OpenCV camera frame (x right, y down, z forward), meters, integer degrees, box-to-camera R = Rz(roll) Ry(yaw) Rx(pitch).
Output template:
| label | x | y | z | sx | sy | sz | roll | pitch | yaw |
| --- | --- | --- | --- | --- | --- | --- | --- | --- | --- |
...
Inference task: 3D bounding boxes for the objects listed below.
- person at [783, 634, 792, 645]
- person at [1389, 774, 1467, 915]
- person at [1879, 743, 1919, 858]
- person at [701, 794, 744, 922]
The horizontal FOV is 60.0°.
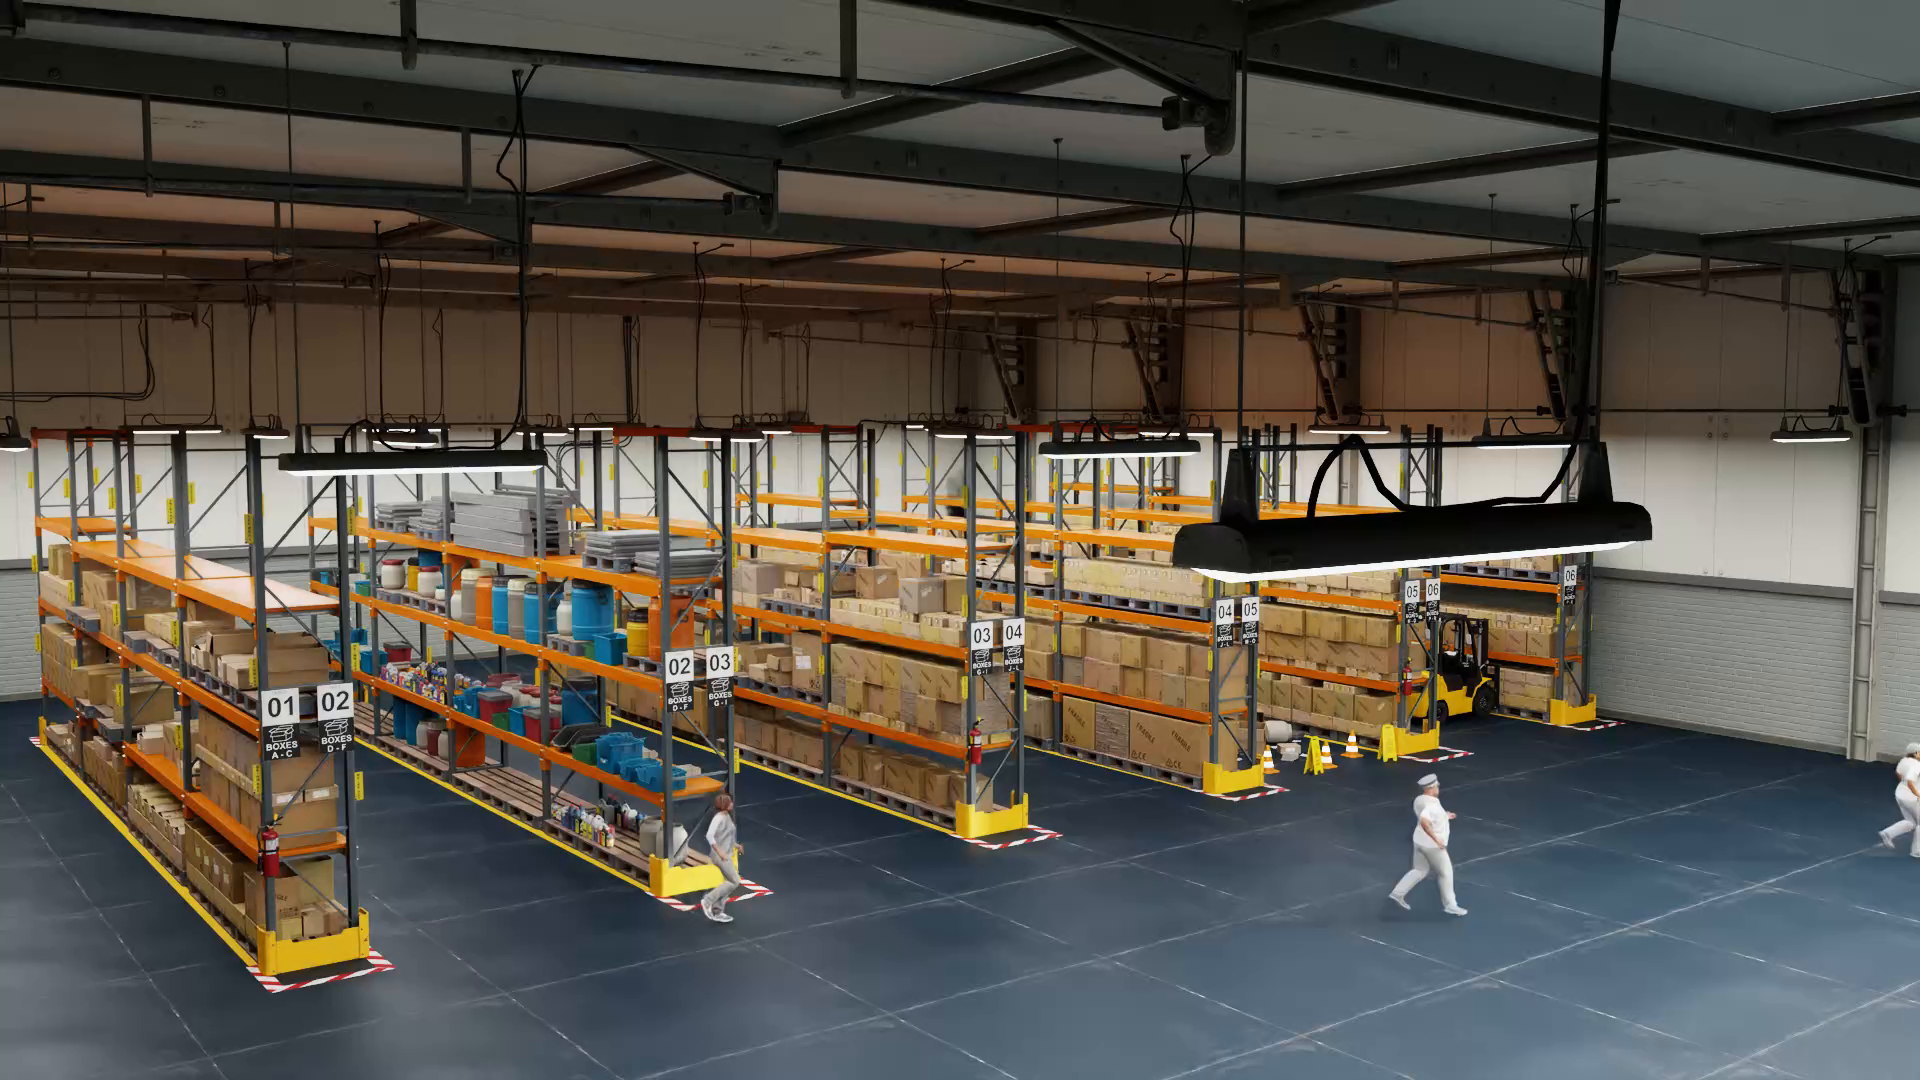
| label | x | y | z | sx | sy | sz | roll | pitch | yaw |
| --- | --- | --- | --- | --- | --- | --- | --- | --- | --- |
| person | -4.318 | 2.159 | 42.598 | 0.844 | 1.718 | 0.670 | -3 | 6 | -37 |
| person | 5.867 | 3.795 | 20.723 | 0.966 | 1.767 | 0.660 | -1 | 5 | -13 |
| person | 13.401 | 3.686 | 23.507 | 0.705 | 1.646 | 0.602 | 0 | 5 | 6 |
| person | -2.946 | 3.935 | 20.677 | 0.514 | 1.543 | 0.560 | 0 | 4 | -1 |
